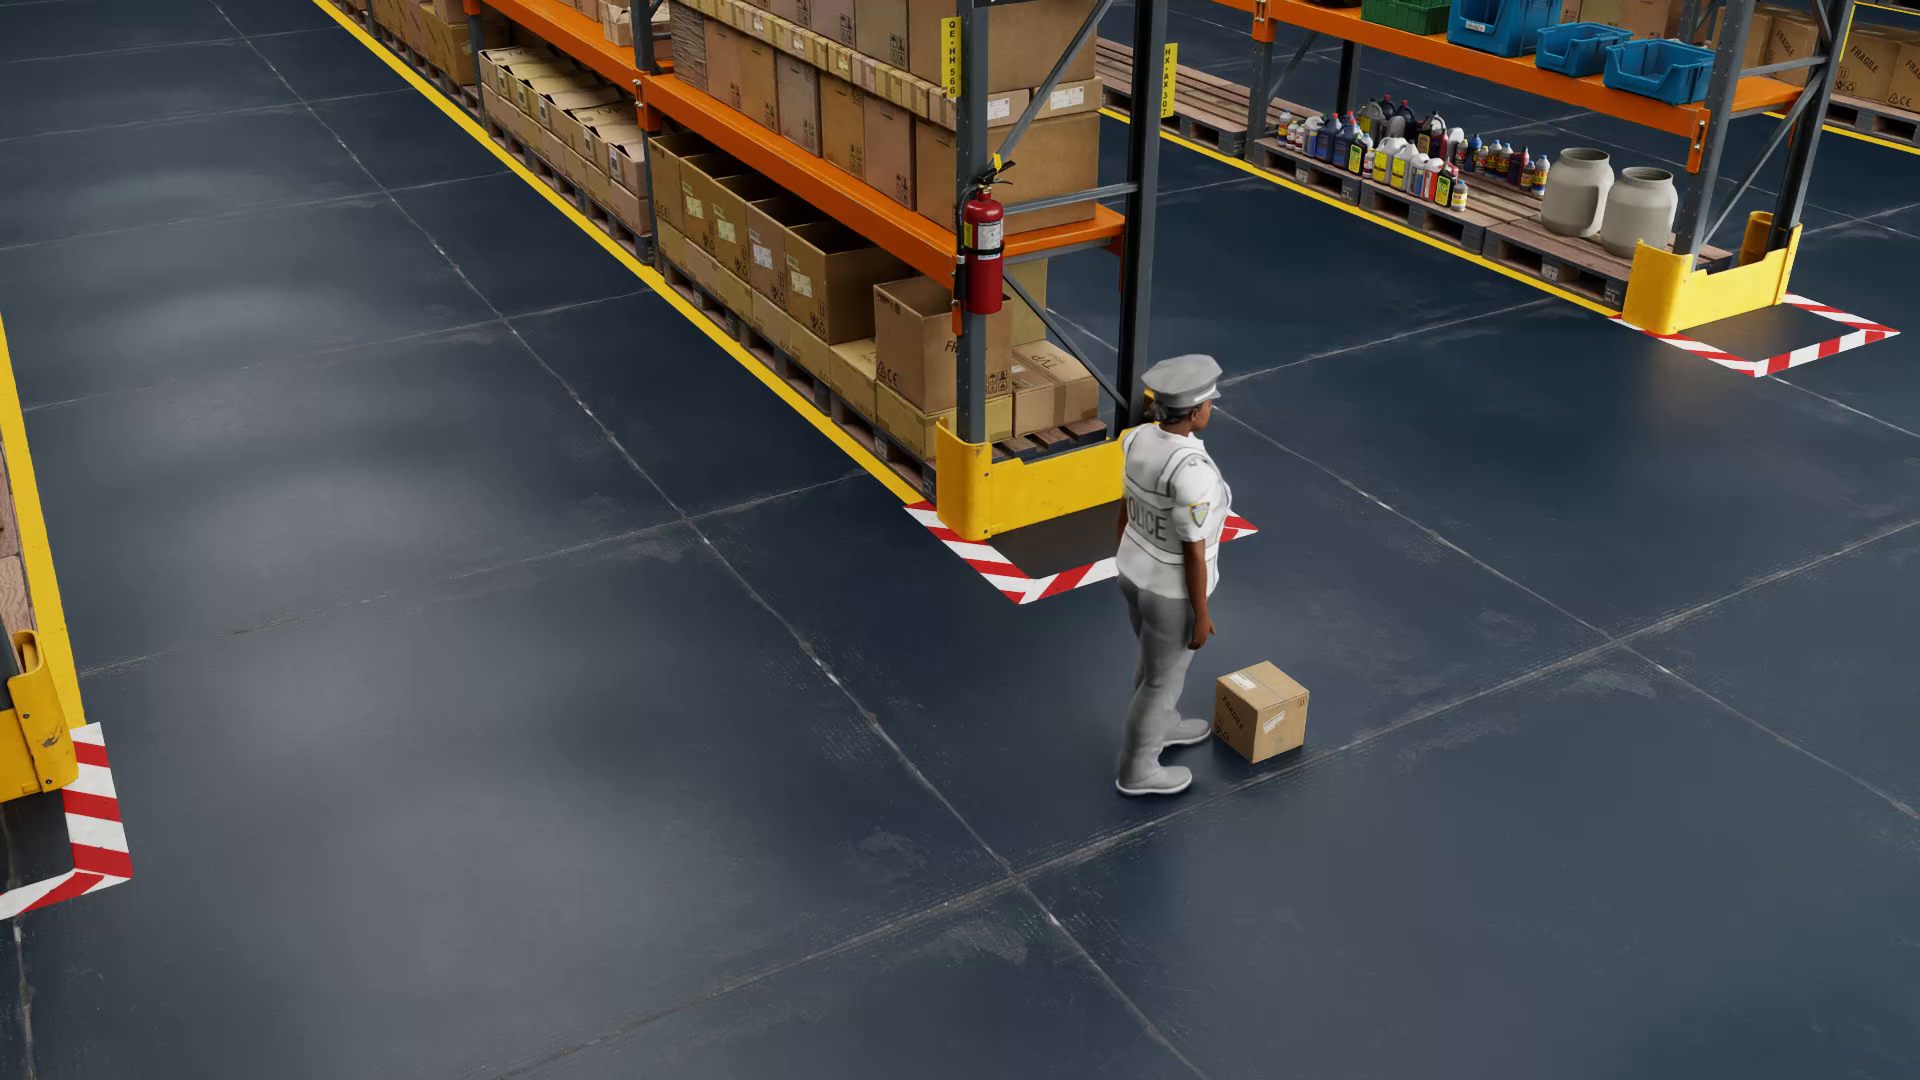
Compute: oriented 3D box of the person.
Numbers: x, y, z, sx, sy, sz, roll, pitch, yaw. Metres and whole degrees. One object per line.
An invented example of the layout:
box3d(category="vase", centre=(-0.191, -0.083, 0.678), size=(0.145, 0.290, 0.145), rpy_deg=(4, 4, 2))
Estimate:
box3d(category="person", centre=(0.800, 0.141, 5.851), size=(0.523, 1.673, 0.479), rpy_deg=(-12, 31, -21))
